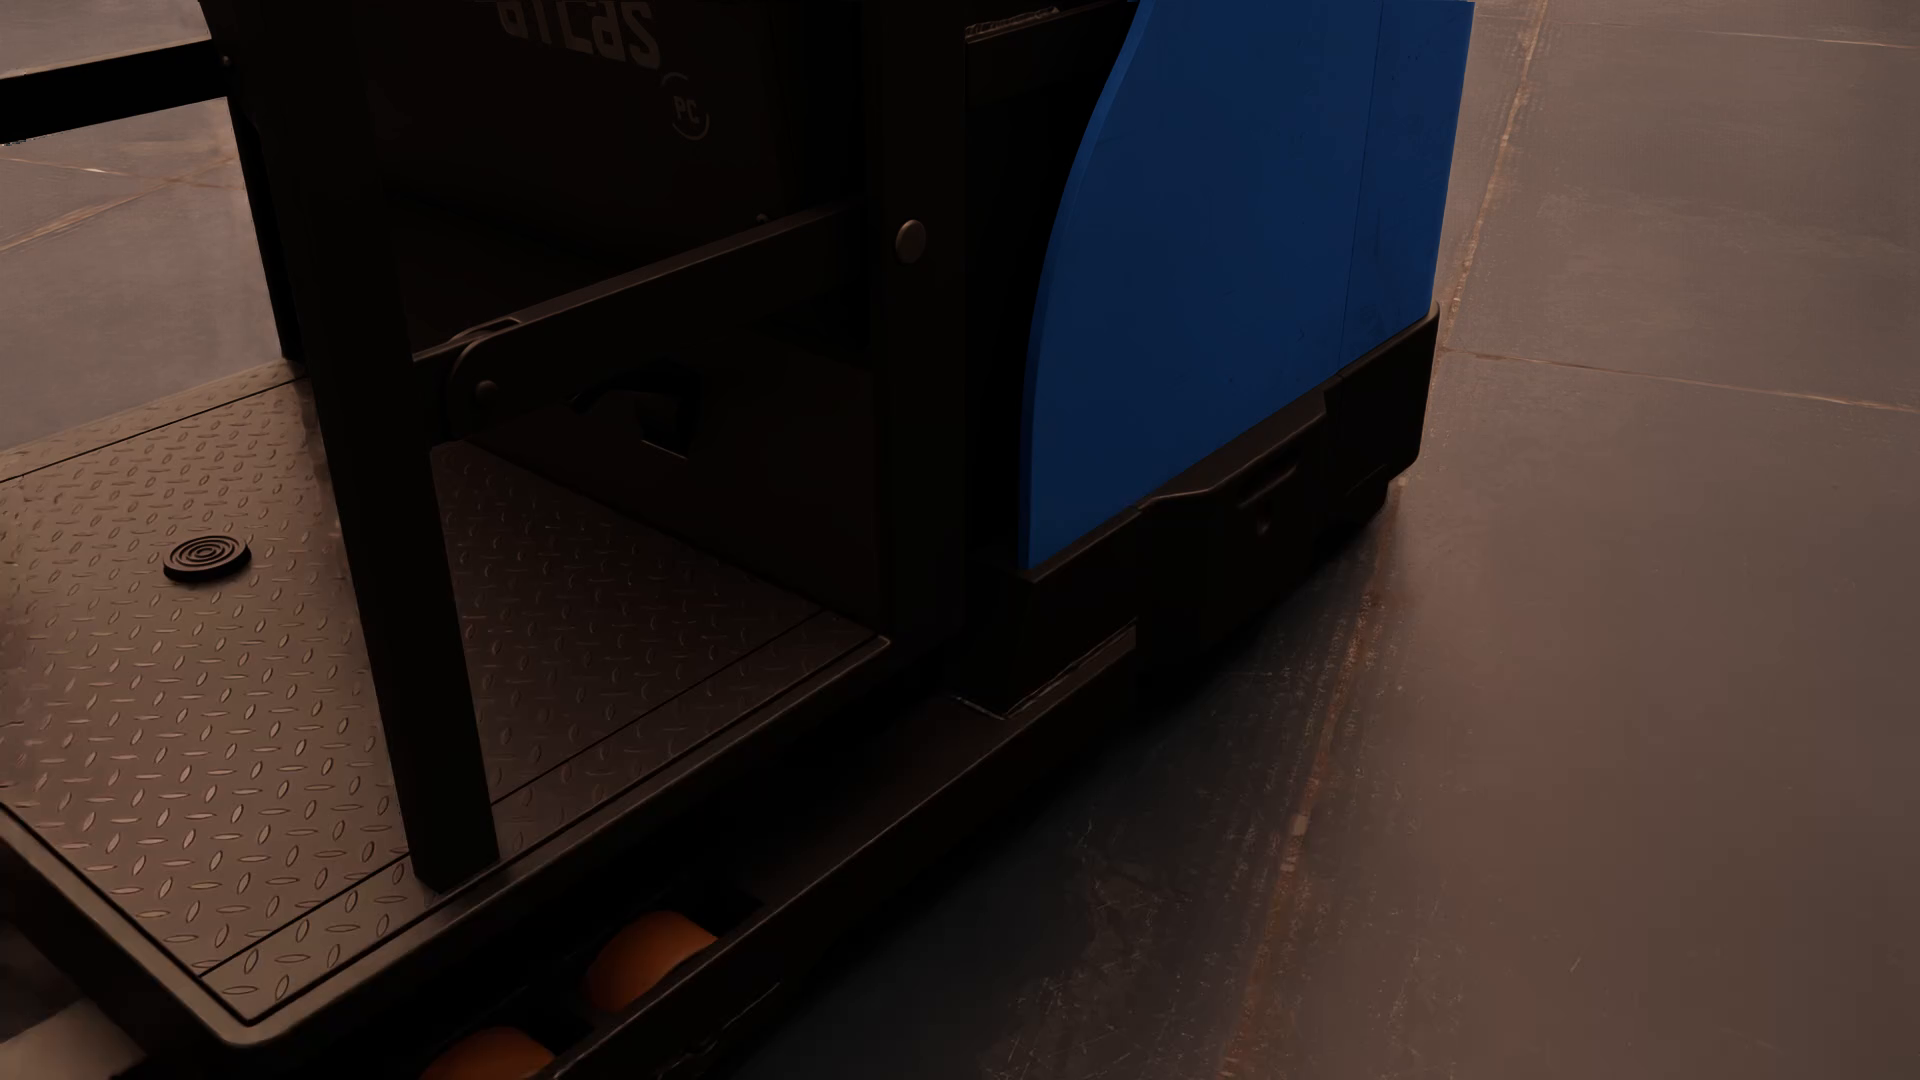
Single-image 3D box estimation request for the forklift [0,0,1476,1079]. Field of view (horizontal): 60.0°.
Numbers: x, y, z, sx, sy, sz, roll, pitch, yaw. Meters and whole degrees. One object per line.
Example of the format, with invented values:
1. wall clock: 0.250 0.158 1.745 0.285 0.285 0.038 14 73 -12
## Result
1. forklift: -0.609 -0.959 1.219 1.130 2.935 3.031 22 36 34
